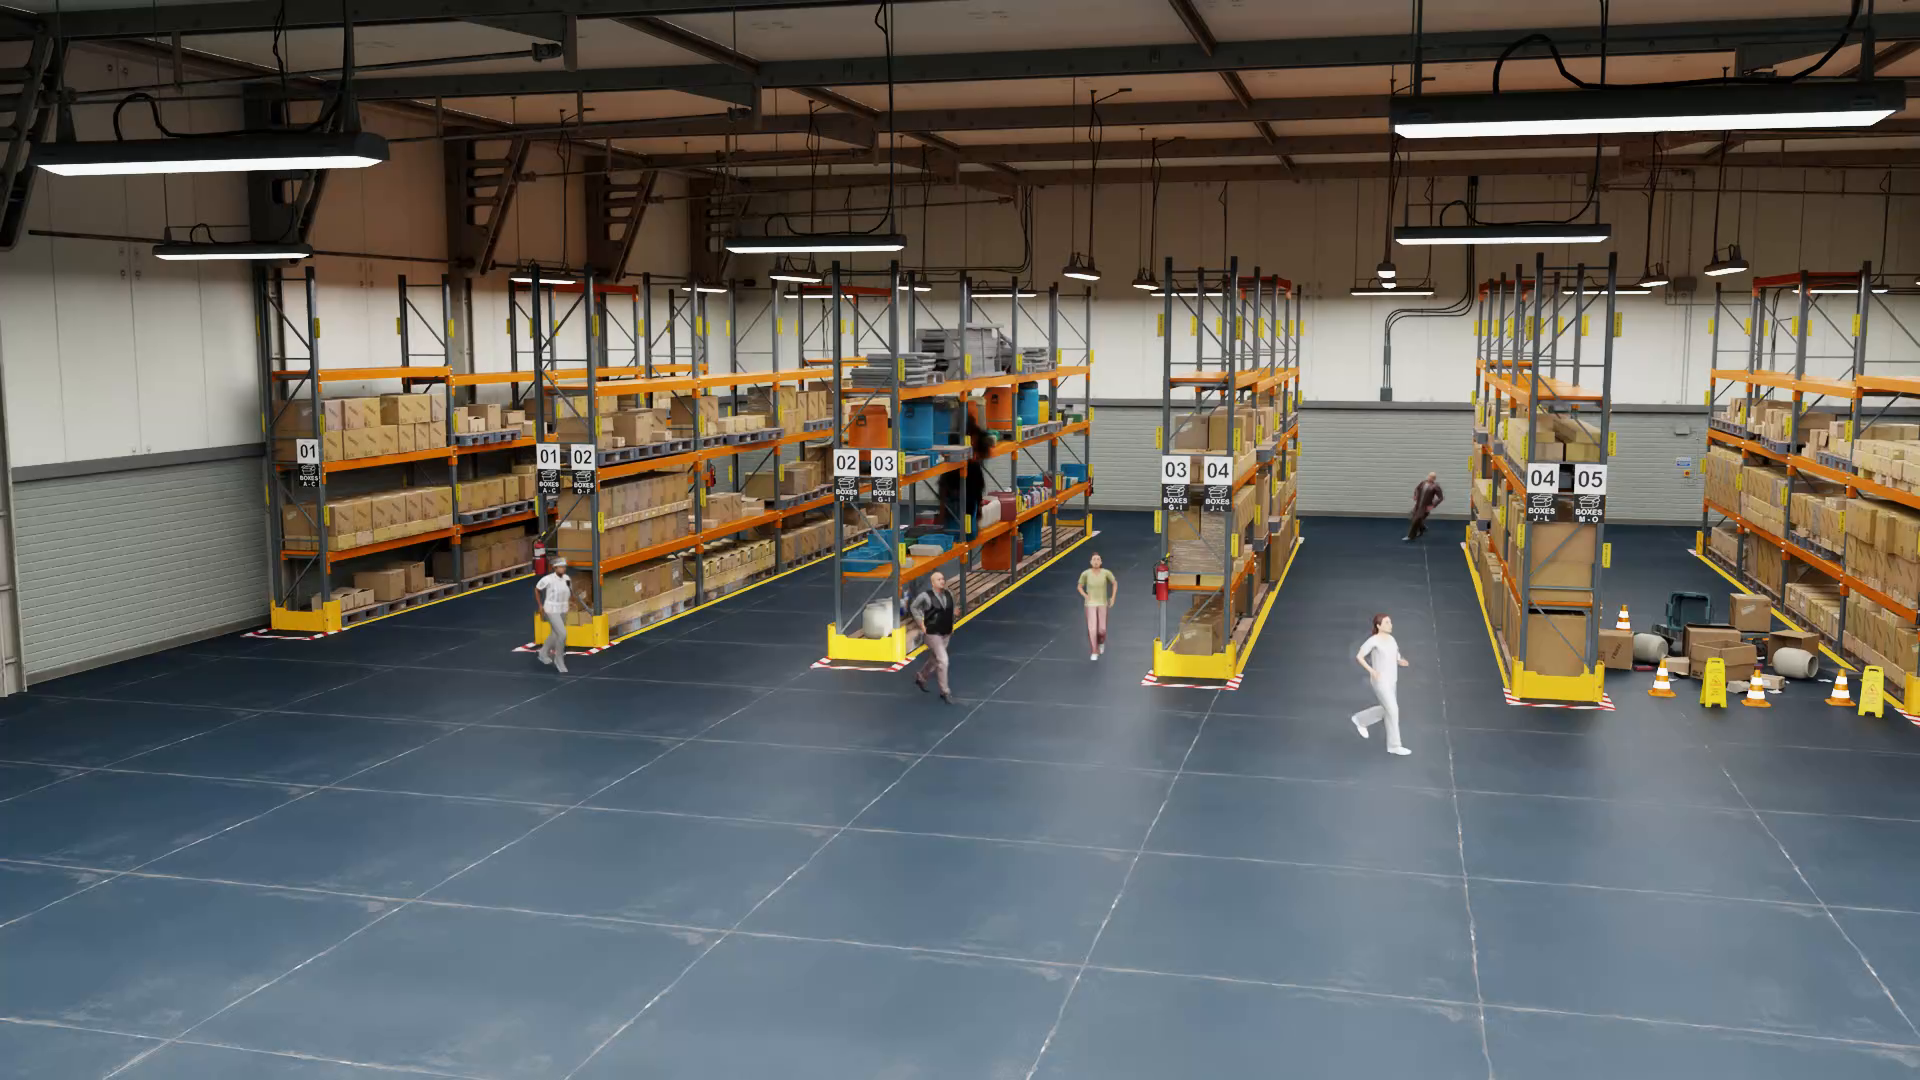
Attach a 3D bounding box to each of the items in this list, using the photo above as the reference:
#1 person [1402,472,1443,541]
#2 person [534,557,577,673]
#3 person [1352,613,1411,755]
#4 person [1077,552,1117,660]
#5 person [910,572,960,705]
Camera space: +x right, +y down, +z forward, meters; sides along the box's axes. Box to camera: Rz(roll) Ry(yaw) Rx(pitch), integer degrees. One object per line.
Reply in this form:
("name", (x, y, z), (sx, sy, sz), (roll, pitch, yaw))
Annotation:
("person", (10.978, -0.784, 39.088), (0.766, 1.665, 0.862), (-6, 9, -39))
("person", (-5.941, 1.092, 24.473), (0.837, 1.723, 0.486), (4, 9, 31))
("person", (5.003, 1.680, 19.760), (0.576, 1.643, 0.895), (-6, 9, -39))
("person", (2.065, 0.996, 25.043), (0.606, 1.634, 0.565), (0, 7, 3))
("person", (-0.302, 1.304, 22.501), (0.636, 1.766, 0.858), (-7, 10, -43))
